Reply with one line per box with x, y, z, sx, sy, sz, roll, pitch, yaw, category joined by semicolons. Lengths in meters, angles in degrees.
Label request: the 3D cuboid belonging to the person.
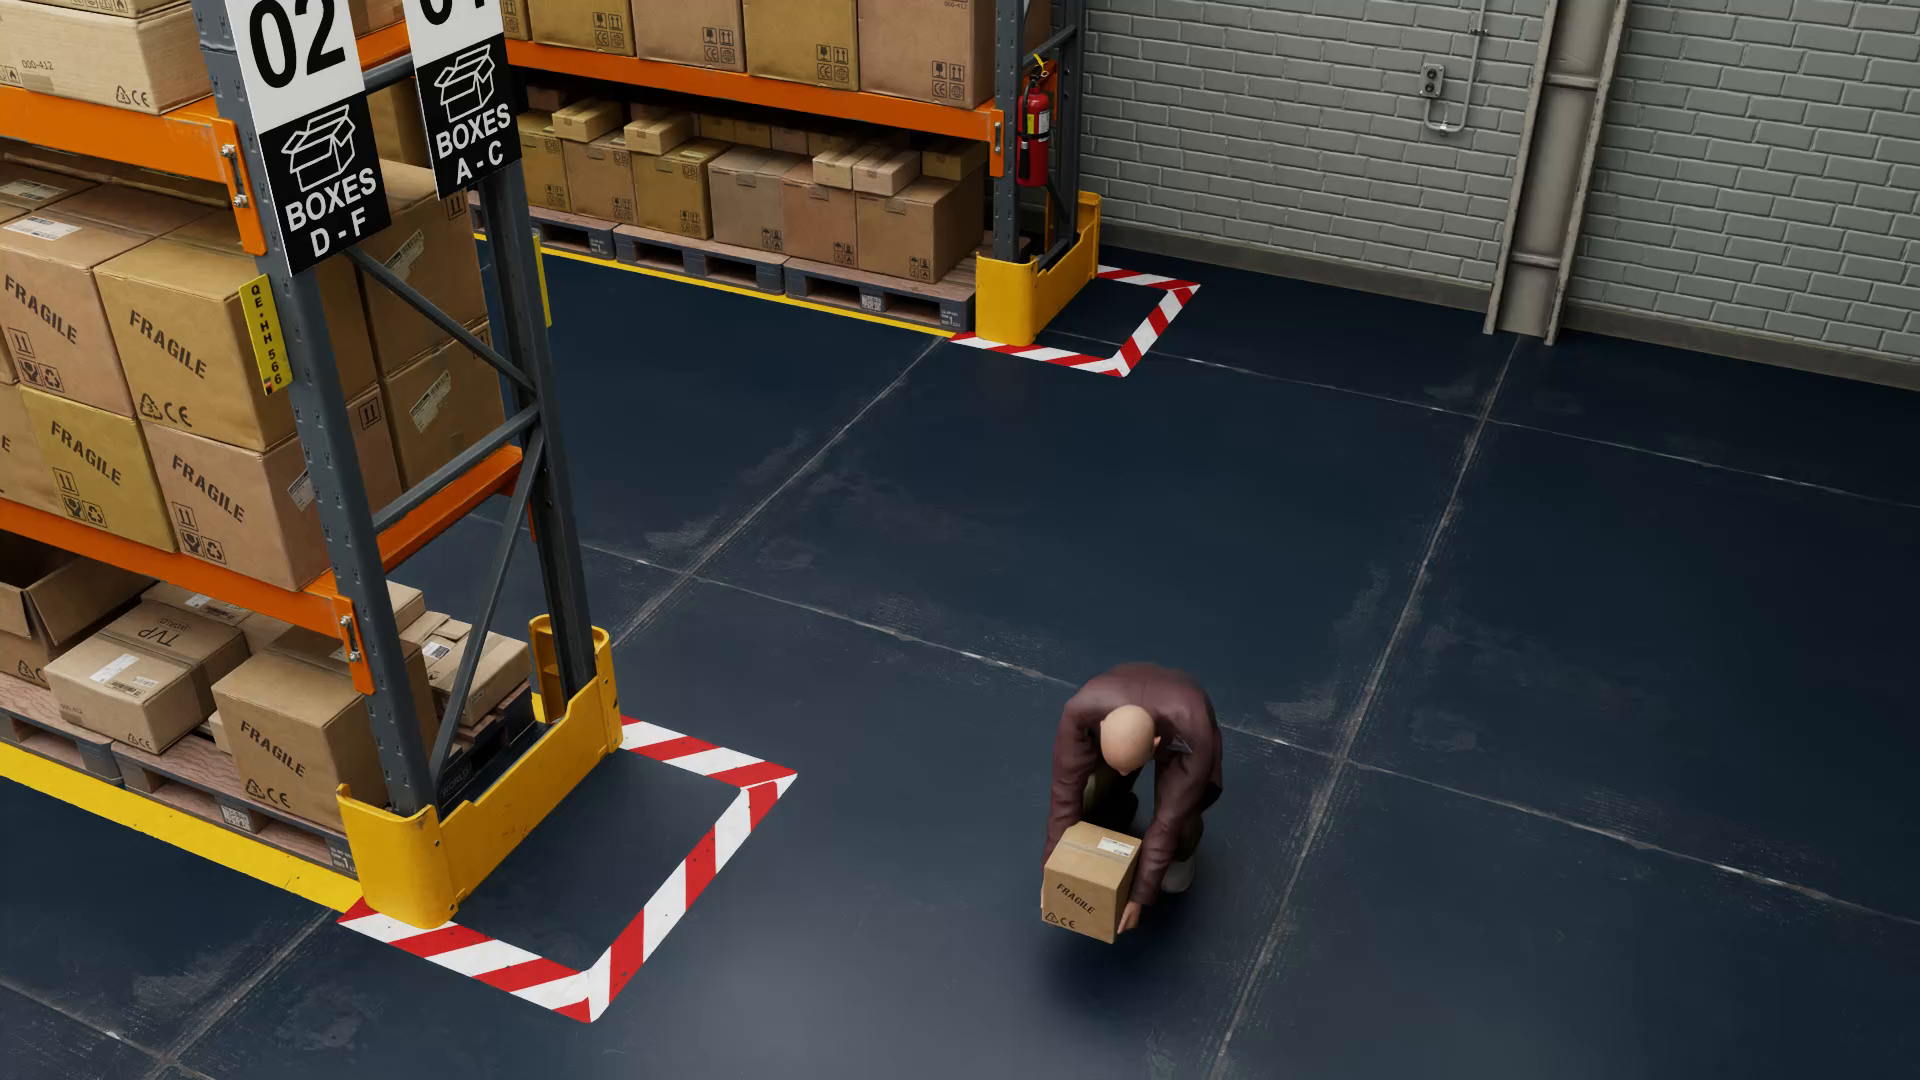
0.592;0.805;5.655;0.577;0.983;0.940;13;36;19;person
